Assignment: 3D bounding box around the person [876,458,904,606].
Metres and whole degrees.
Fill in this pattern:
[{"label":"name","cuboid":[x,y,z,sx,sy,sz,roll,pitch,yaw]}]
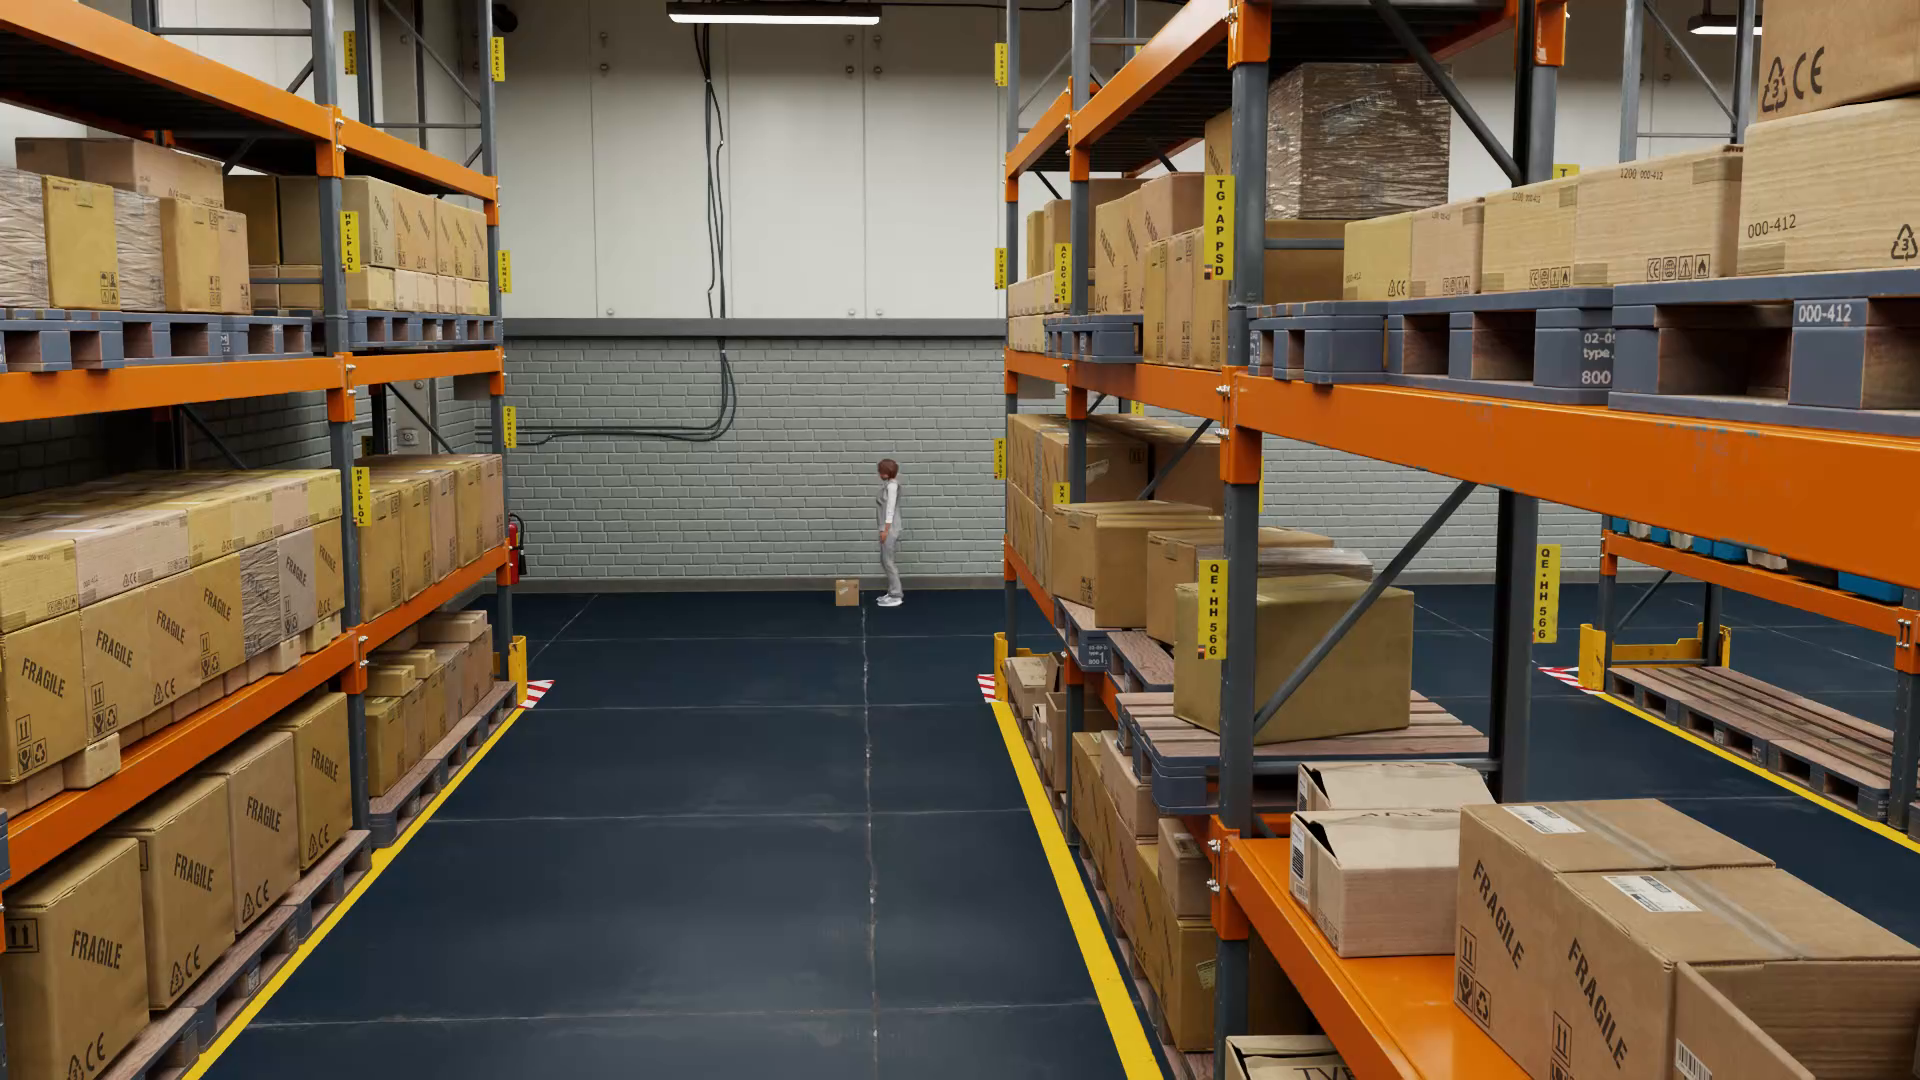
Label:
[{"label":"person","cuboid":[-0.761,-0.082,18.058,0.299,1.588,0.407,0,7,-3]}]
